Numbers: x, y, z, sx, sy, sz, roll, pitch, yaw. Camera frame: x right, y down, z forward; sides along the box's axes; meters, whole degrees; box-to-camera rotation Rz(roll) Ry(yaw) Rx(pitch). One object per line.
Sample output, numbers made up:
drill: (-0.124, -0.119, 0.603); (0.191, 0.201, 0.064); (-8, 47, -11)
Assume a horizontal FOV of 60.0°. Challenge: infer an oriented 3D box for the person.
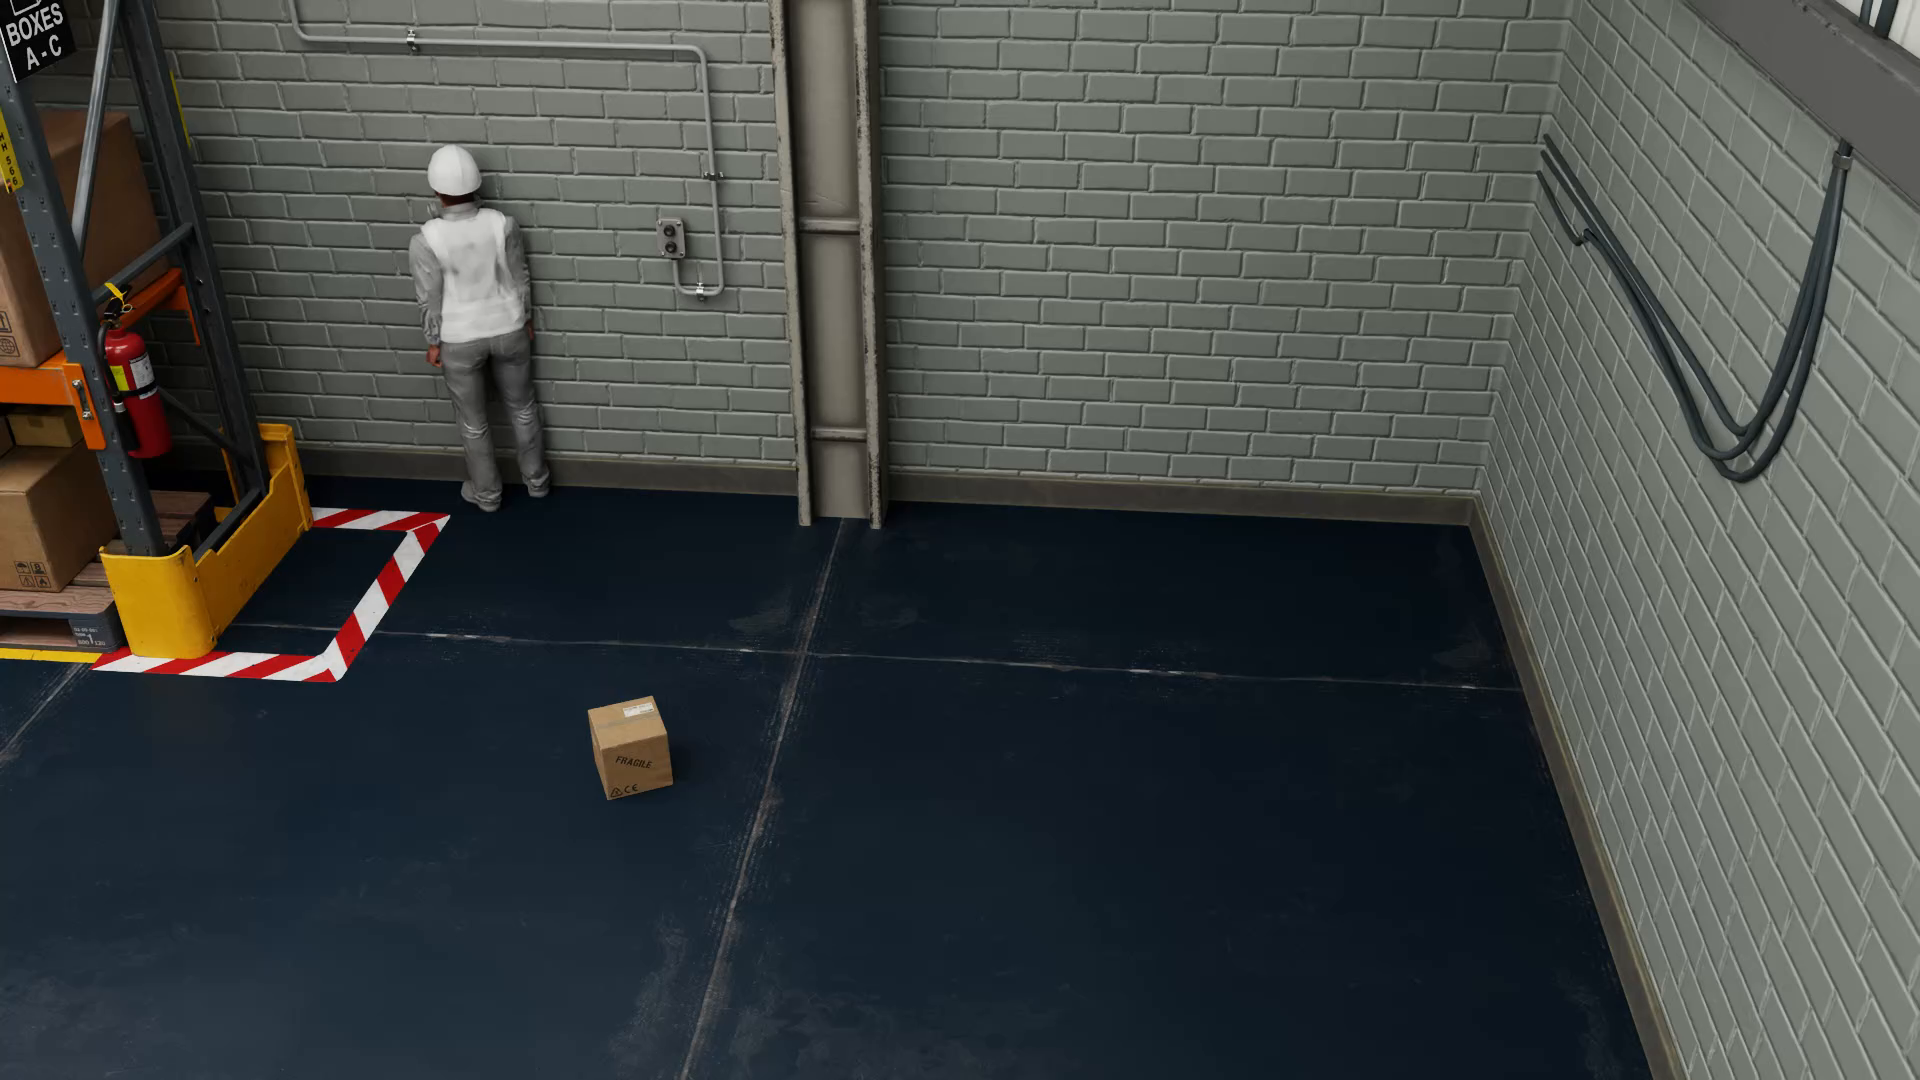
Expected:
person: (-2.221, -0.963, 7.666); (0.524, 1.775, 0.370); (-18, 36, -27)
